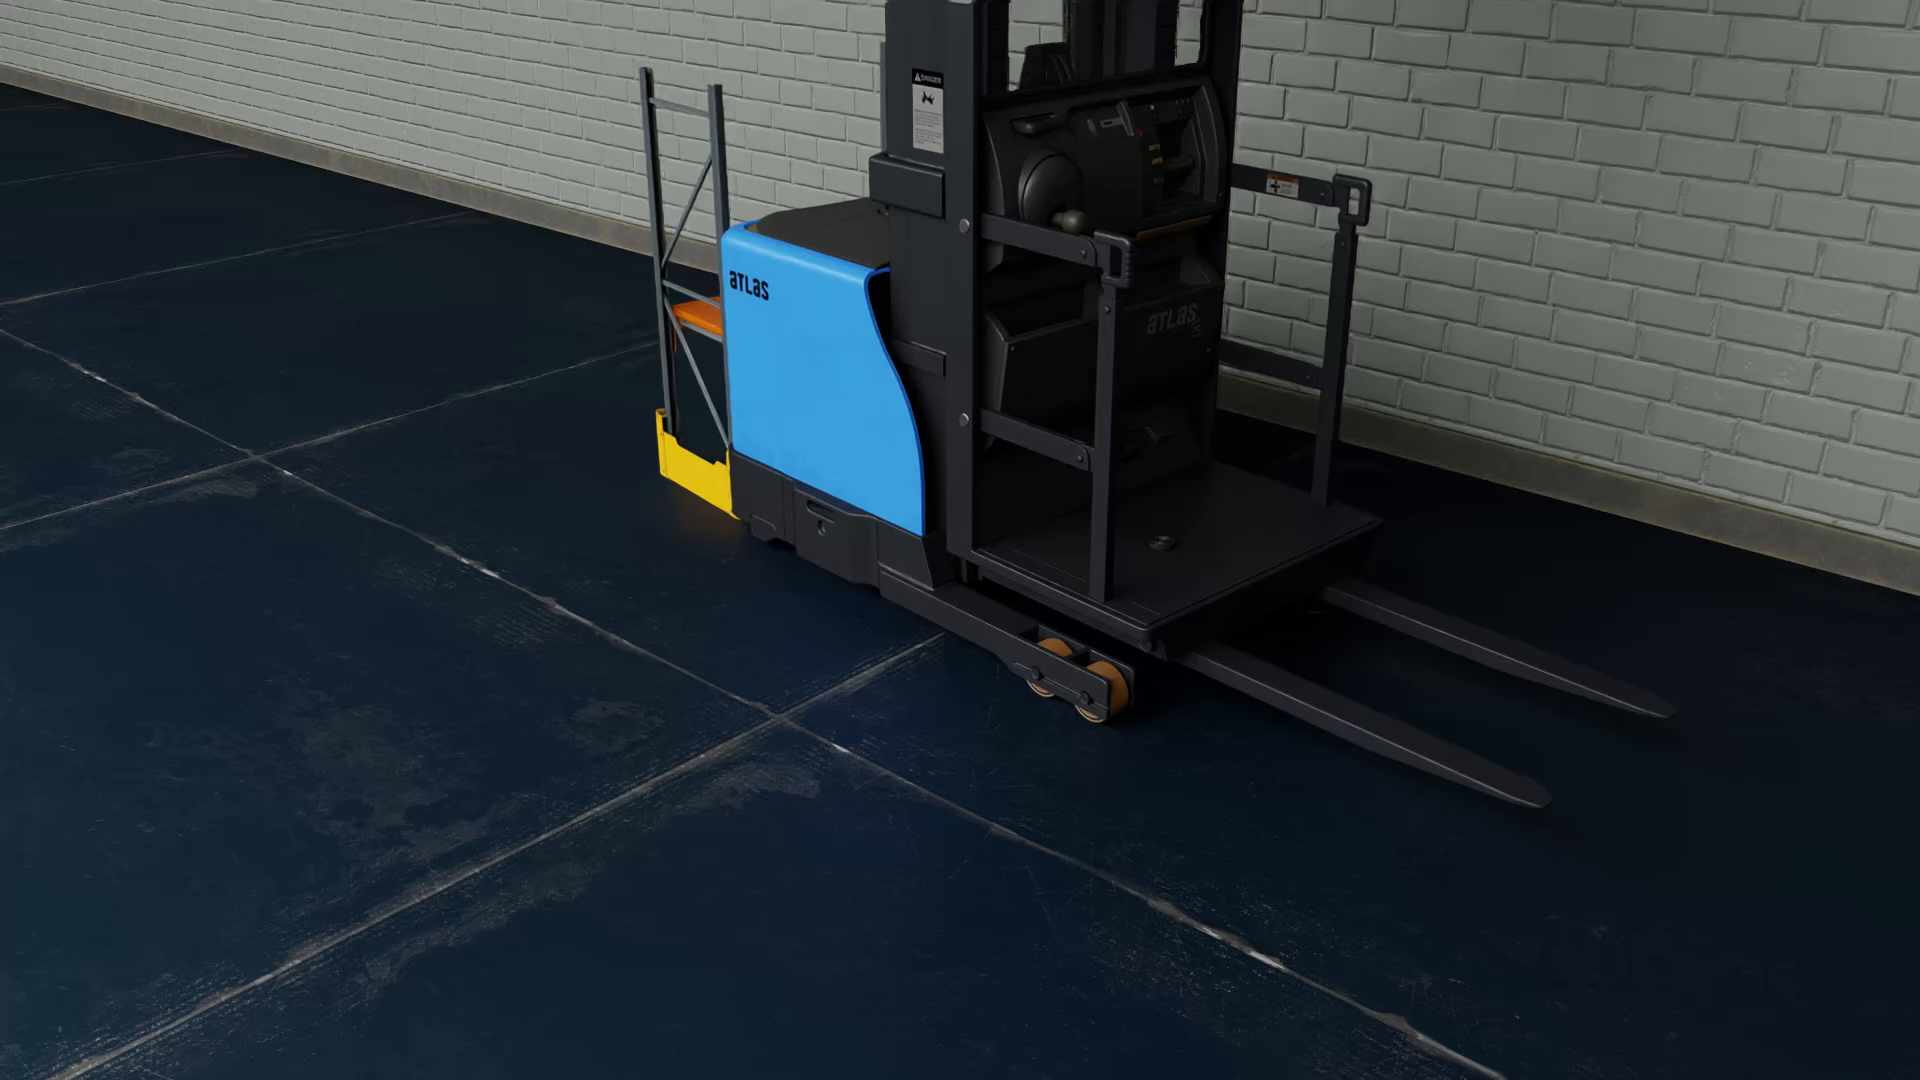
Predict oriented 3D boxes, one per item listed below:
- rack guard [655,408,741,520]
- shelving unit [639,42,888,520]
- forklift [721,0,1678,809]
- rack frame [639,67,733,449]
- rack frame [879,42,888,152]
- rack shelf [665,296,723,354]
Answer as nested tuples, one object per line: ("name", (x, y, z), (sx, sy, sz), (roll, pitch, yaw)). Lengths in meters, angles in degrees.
("rack guard", (-0.932, -0.287, 6.084), (0.087, 0.250, 0.587), (-18, 30, -35))
("shelving unit", (-0.542, -0.984, 6.111), (1.083, 1.500, 0.587), (-18, 30, -35))
("forklift", (0.568, -1.067, 4.546), (1.130, 2.935, 3.031), (-20, 31, -38))
("rack frame", (-0.933, -0.857, 5.827), (0.032, 1.500, 0.500), (-18, 30, -35))
("rack frame", (-0.138, -1.116, 6.405), (0.032, 1.500, 0.500), (-18, 30, -35))
("rack shelf", (-0.535, -0.822, 6.190), (1.000, 0.185, 0.538), (-18, 30, -35))
